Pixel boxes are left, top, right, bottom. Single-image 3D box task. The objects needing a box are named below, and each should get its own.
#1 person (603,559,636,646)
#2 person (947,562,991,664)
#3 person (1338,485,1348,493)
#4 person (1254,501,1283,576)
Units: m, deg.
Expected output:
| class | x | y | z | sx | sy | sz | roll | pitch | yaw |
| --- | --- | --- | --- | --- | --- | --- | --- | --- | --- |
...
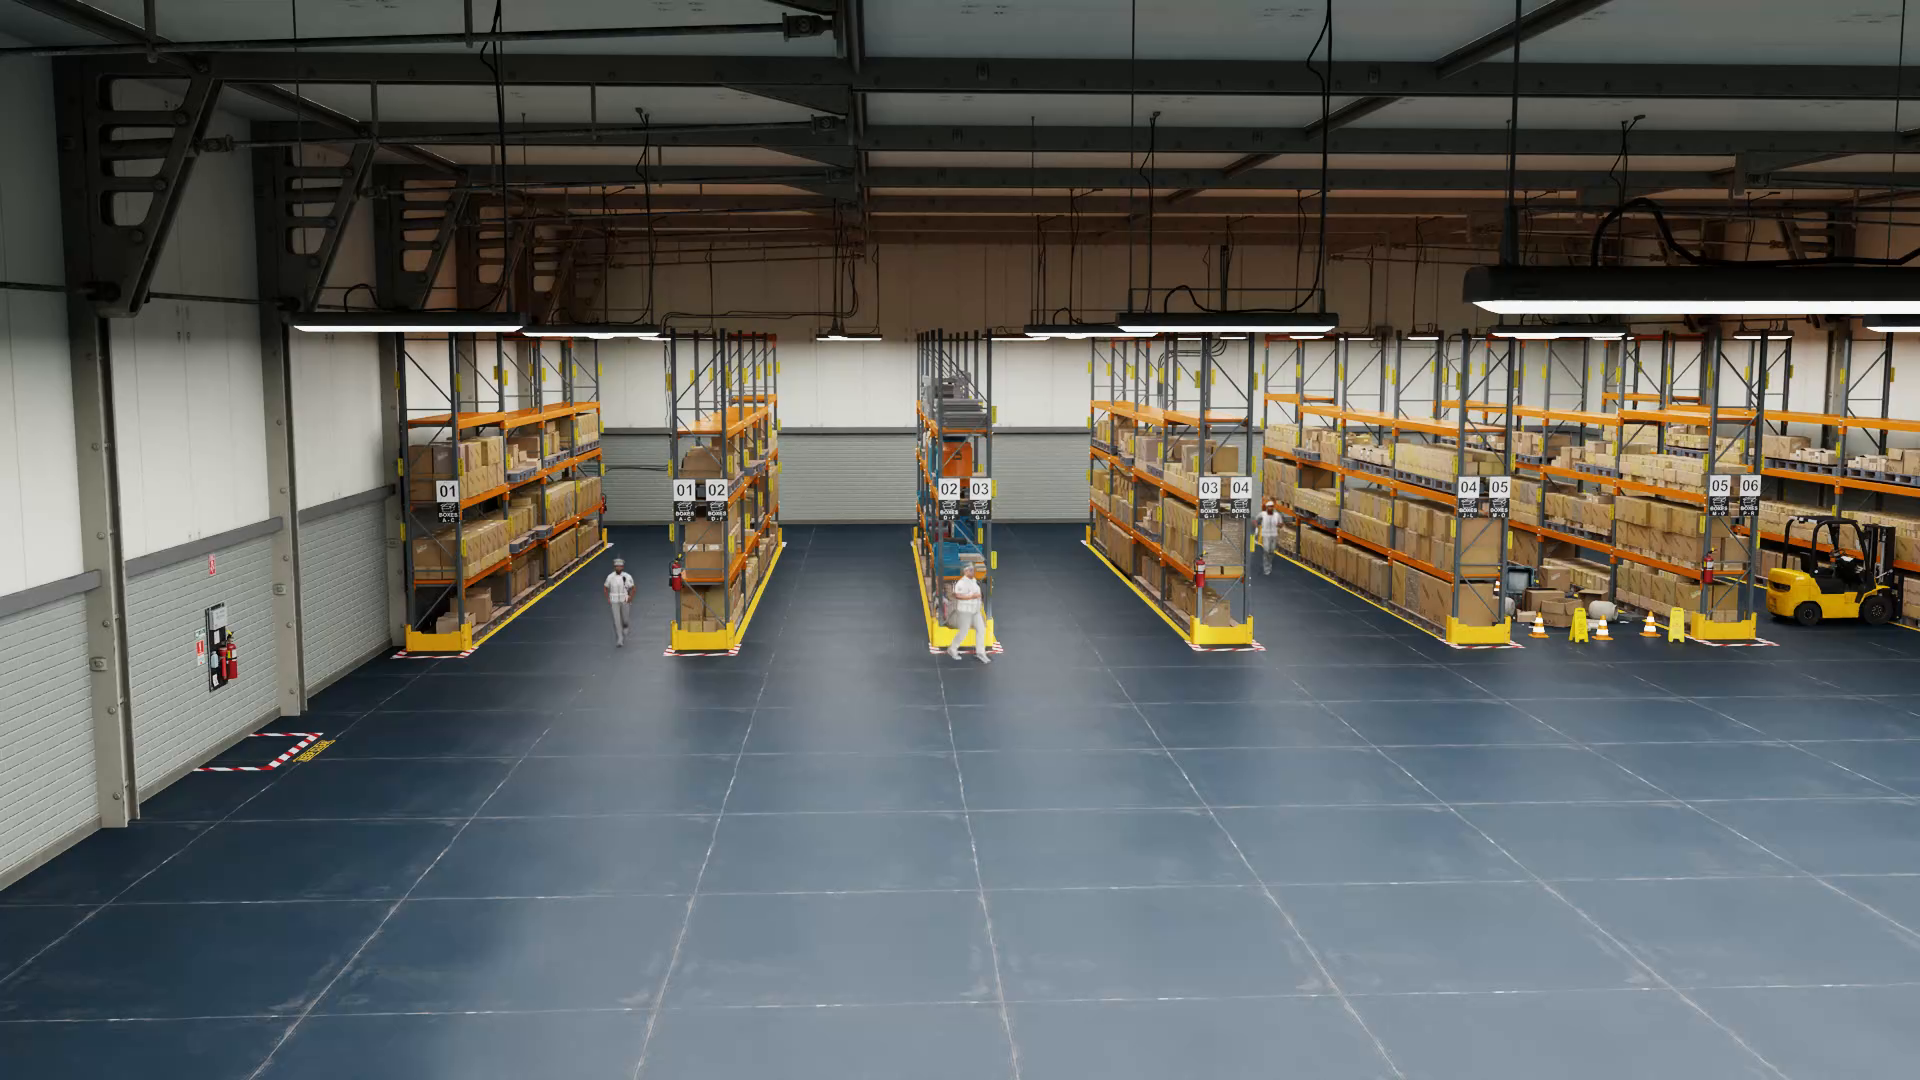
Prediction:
| class | x | y | z | sx | sy | sz | roll | pitch | yaw |
| --- | --- | --- | --- | --- | --- | --- | --- | --- | --- |
| person | -6.499 | 1.164 | 31.732 | 0.615 | 1.653 | 0.721 | -1 | 7 | -10 |
| person | 0.159 | 1.305 | 29.951 | 0.827 | 1.832 | 0.662 | 5 | 9 | 38 |
| person | 11.437 | -0.877 | 49.212 | 0.847 | 1.571 | 0.564 | -2 | 7 | -13 |
| person | 7.713 | -0.057 | 41.512 | 0.663 | 1.843 | 0.799 | -1 | 7 | -7 |
